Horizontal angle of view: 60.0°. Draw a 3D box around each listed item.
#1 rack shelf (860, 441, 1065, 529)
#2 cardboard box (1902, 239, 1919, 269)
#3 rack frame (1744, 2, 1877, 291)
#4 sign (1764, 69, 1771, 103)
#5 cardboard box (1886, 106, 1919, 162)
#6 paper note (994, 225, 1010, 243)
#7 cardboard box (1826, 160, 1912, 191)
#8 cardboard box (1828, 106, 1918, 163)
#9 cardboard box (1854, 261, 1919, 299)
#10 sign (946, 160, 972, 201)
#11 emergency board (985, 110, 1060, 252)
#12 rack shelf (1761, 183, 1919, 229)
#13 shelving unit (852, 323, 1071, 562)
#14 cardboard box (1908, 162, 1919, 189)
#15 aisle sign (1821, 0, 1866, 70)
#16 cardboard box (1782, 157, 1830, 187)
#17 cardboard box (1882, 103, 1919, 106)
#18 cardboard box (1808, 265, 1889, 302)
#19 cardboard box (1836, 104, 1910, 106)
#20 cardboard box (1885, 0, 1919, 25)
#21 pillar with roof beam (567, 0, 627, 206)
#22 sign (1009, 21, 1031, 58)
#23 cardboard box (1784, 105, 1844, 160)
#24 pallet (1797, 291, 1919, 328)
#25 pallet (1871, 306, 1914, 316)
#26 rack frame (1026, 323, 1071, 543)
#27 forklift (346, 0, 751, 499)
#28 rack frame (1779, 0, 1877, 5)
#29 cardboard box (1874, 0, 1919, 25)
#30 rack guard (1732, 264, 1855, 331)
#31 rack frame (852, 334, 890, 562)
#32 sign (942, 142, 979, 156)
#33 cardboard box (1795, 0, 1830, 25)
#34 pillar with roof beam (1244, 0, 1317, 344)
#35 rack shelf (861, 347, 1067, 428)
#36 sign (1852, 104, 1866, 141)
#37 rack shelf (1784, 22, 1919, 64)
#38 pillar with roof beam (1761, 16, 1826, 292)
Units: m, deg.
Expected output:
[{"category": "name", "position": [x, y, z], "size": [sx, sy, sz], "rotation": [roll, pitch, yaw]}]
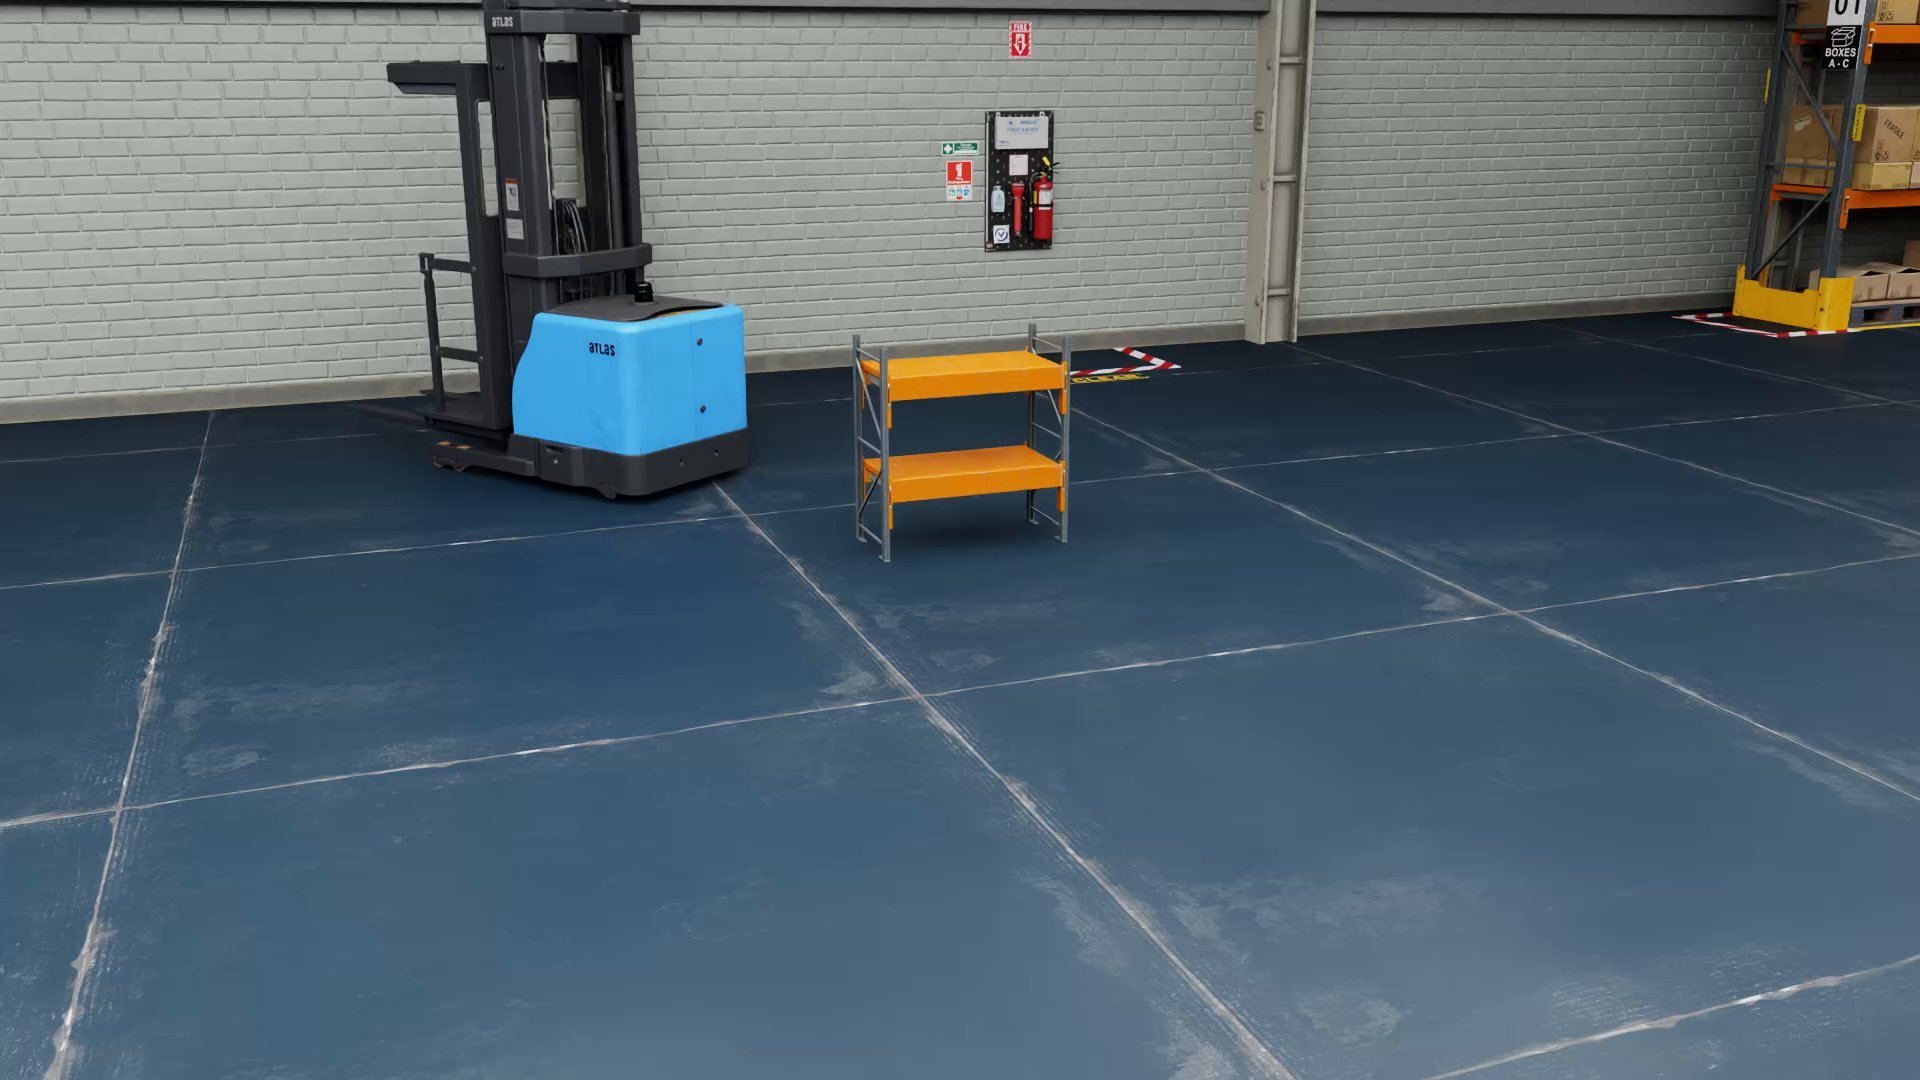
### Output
[{"category": "rack shelf", "position": [0.006, -0.306, 9.011], "size": [1.000, 0.278, 0.538], "rotation": [-6, 17, -20]}, {"category": "cardboard box", "position": [10.041, -2.770, 16.863], "size": [0.500, 0.500, 0.700], "rotation": [-7, 18, -24]}, {"category": "rack frame", "position": [8.127, -3.594, 16.013], "size": [0.127, 3.000, 1.000], "rotation": [-6, 17, -20]}, {"category": "sign", "position": [7.947, -4.449, 16.309], "size": [0.005, 0.325, 0.100], "rotation": [-6, 17, -20]}, {"category": "cardboard box", "position": [9.146, -3.908, 15.981], "size": [0.500, 0.500, 0.500], "rotation": [-6, 17, -20]}, {"category": "paper note", "position": [0.357, -2.626, 14.279], "size": [0.142, 0.148, 0.016], "rotation": [-6, 17, -20]}, {"category": "cardboard box", "position": [8.696, -3.497, 15.914], "size": [0.500, 0.250, 0.500], "rotation": [-7, 18, -22]}, {"category": "cardboard box", "position": [8.680, -3.860, 15.820], "size": [0.500, 0.500, 0.500], "rotation": [-6, 17, -20]}, {"category": "cardboard box", "position": [9.338, -2.618, 16.682], "size": [0.500, 0.311, 0.500], "rotation": [-5, 17, -15]}, {"category": "sign", "position": [-0.006, -3.037, 14.052], "size": [0.234, 0.329, 0.001], "rotation": [-6, 17, -20]}, {"category": "emergency board", "position": [0.547, -3.048, 14.154], "size": [0.643, 1.169, 0.194], "rotation": [-6, 17, -20]}, {"category": "rack shelf", "position": [9.995, -3.450, 16.801], "size": [4.000, 0.370, 1.077], "rotation": [-6, 17, -20]}, {"category": "shelving unit", "position": [0.006, -0.540, 8.942], "size": [1.048, 1.125, 0.538], "rotation": [-6, 17, -20]}, {"category": "cardboard box", "position": [9.176, -3.553, 16.105], "size": [0.500, 0.250, 0.500], "rotation": [-7, 18, -22]}, {"category": "aisle sign", "position": [8.167, -4.755, 15.353], "size": [0.004, 0.787, 0.394], "rotation": [-6, 17, -20]}, {"category": "cardboard box", "position": [8.494, -3.630, 16.365], "size": [0.500, 0.250, 0.500], "rotation": [-6, 17, -19]}, {"category": "cardboard box", "position": [9.446, -4.096, 16.623], "size": [0.500, 0.500, 0.500], "rotation": [-7, 18, -22]}, {"category": "cardboard box", "position": [8.805, -2.561, 16.487], "size": [0.500, 0.311, 0.500], "rotation": [-8, 18, -26]}, {"category": "cardboard box", "position": [8.965, -4.043, 16.442], "size": [0.500, 0.500, 0.500], "rotation": [-6, 17, -19]}, {"category": "cardboard box", "position": [9.043, -5.103, 15.617], "size": [0.500, 0.500, 0.500], "rotation": [-5, 17, -16]}, {"category": "pillar with roof beam", "position": [-1.194, -4.428, 8.206], "size": [0.400, 9.000, 9.100], "rotation": [-6, 17, -20]}, {"category": "sign", "position": [0.504, -4.186, 13.914], "size": [0.199, 0.298, 0.001], "rotation": [-6, 17, -20]}, {"category": "cardboard box", "position": [8.491, -3.995, 16.278], "size": [0.500, 0.500, 0.500], "rotation": [-6, 18, -21]}, {"category": "pallet", "position": [8.969, -2.336, 16.679], "size": [1.213, 0.211, 1.003], "rotation": [-6, 17, -20]}, {"category": "pallet", "position": [10.107, -2.458, 17.094], "size": [1.213, 0.211, 1.003], "rotation": [-6, 17, -20]}, {"category": "rack frame", "position": [0.481, -0.592, 9.117], "size": [0.032, 1.125, 0.500], "rotation": [-6, 17, -20]}, {"category": "forklift", "position": [-2.812, -1.952, 10.542], "size": [3.031, 2.935, 1.130], "rotation": [11, 20, 34]}, {"category": "rack frame", "position": [8.127, -6.472, 15.168], "size": [0.127, 3.000, 1.000], "rotation": [-6, 17, -20]}, {"category": "cardboard box", "position": [8.529, -5.059, 15.464], "size": [0.500, 0.500, 0.500], "rotation": [-6, 17, -19]}, {"category": "rack guard", "position": [8.198, -2.402, 16.391], "size": [0.348, 0.500, 1.175], "rotation": [-6, 17, -20]}, {"category": "rack frame", "position": [-0.468, -0.489, 8.768], "size": [0.032, 1.125, 0.500], "rotation": [-6, 17, -20]}, {"category": "sign", "position": [0.002, -3.289, 13.971], "size": [0.331, 0.109, 0.001], "rotation": [-6, 17, -20]}, {"category": "cardboard box", "position": [8.426, -5.199, 15.944], "size": [0.500, 0.500, 0.500], "rotation": [-5, 17, -16]}, {"category": "pillar with roof beam", "position": [4.409, -5.033, 10.266], "size": [0.400, 9.000, 9.100], "rotation": [-6, 17, -20]}, {"category": "rack shelf", "position": [0.006, -0.821, 8.860], "size": [1.000, 0.278, 0.538], "rotation": [-6, 17, -20]}, {"category": "sign", "position": [8.321, -3.867, 15.405], "size": [0.005, 0.325, 0.100], "rotation": [-6, 17, -20]}, {"category": "rack shelf", "position": [9.995, -4.890, 16.378], "size": [4.000, 0.370, 1.077], "rotation": [-6, 17, -20]}, {"category": "pillar with roof beam", "position": [10.012, -5.638, 12.326], "size": [0.400, 9.000, 9.100], "rotation": [-6, 17, -20]}]
